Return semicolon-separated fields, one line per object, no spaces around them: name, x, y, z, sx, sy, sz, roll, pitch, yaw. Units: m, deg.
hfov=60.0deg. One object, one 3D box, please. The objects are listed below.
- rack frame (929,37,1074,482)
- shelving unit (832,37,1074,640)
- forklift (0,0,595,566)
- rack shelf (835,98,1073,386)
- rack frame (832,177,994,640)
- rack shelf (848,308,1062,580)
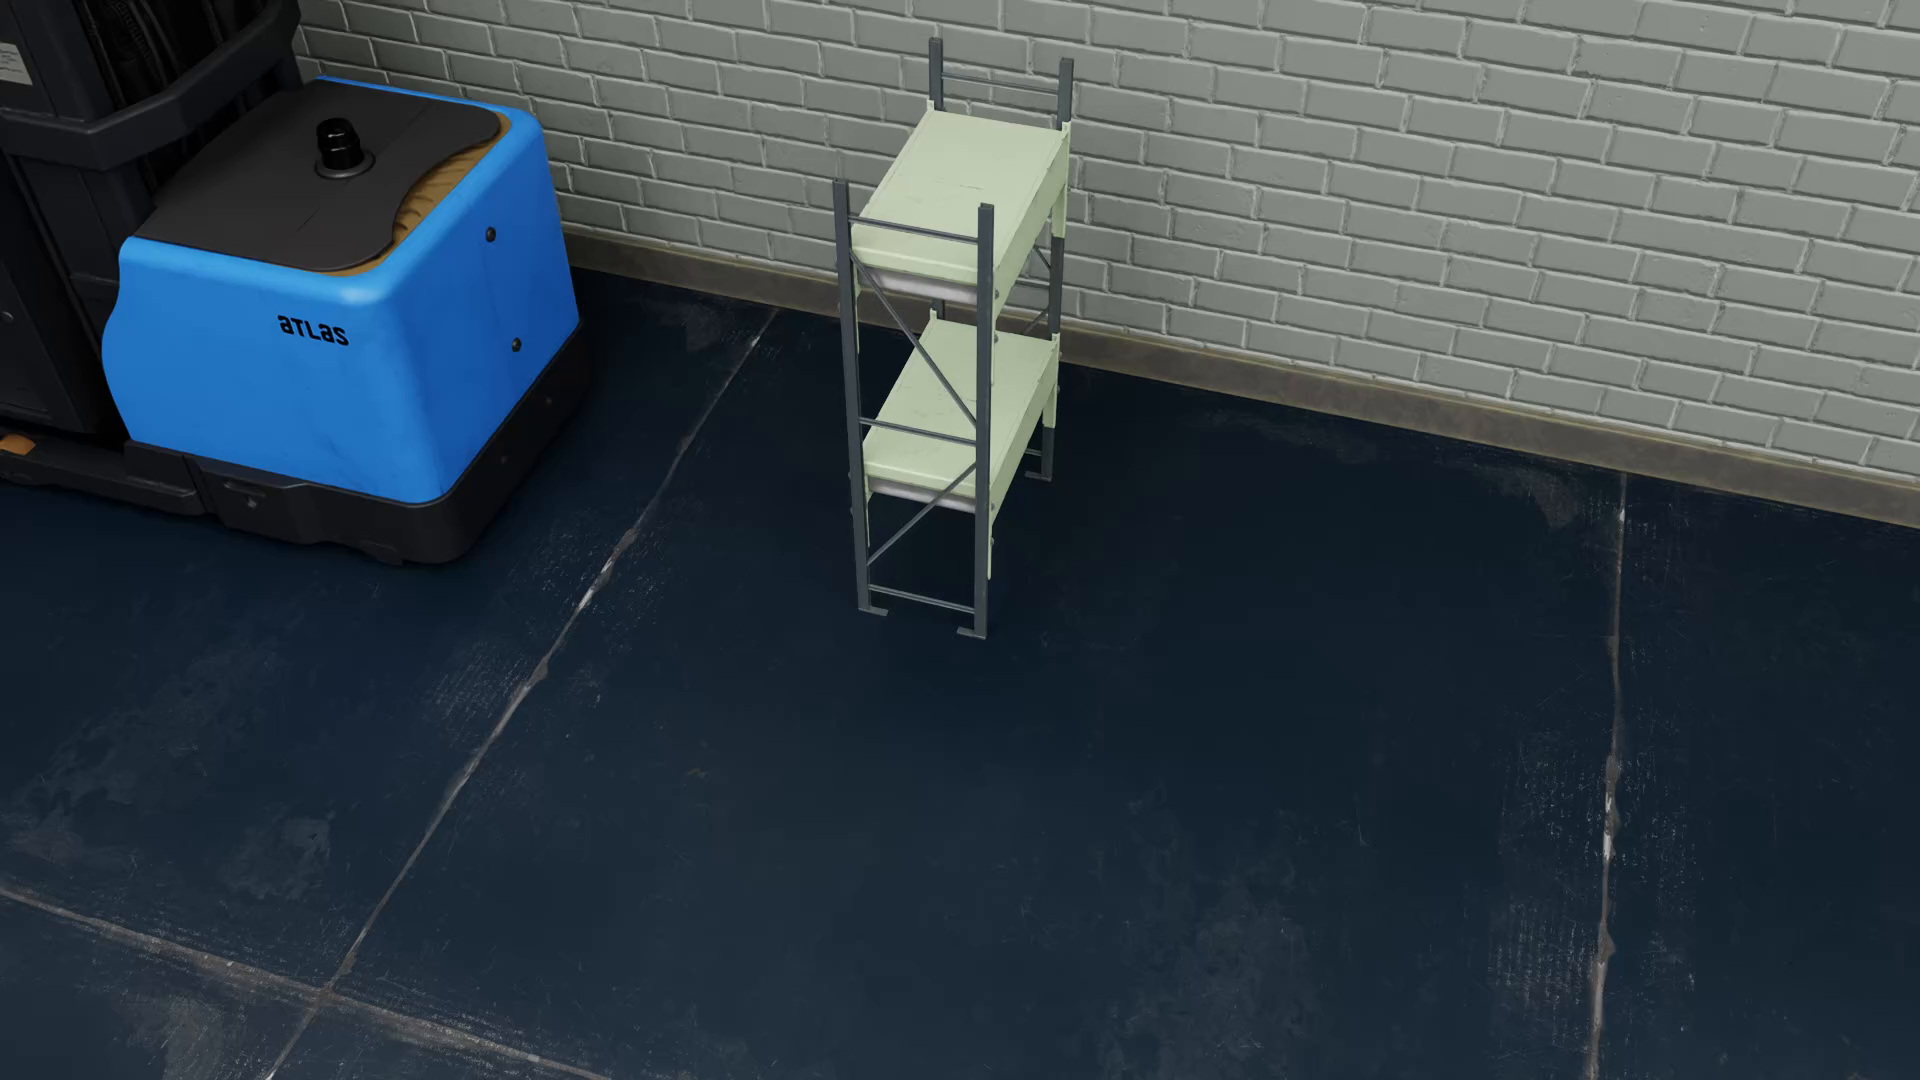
rack frame;0.109;-0.776;4.970;0.400;1.500;0.023;13;46;12
shelving unit;-0.002;-0.532;4.721;0.431;1.500;0.755;13;46;12
forklift;-2.831;-1.568;4.757;3.031;2.935;1.130;12;46;12
rack shelf;-0.002;-0.811;4.448;0.431;0.370;0.720;13;46;12
rack frame;-0.113;-0.288;4.472;0.400;1.500;0.023;13;46;12
rack shelf;-0.002;-0.299;4.949;0.431;0.370;0.720;13;46;12
